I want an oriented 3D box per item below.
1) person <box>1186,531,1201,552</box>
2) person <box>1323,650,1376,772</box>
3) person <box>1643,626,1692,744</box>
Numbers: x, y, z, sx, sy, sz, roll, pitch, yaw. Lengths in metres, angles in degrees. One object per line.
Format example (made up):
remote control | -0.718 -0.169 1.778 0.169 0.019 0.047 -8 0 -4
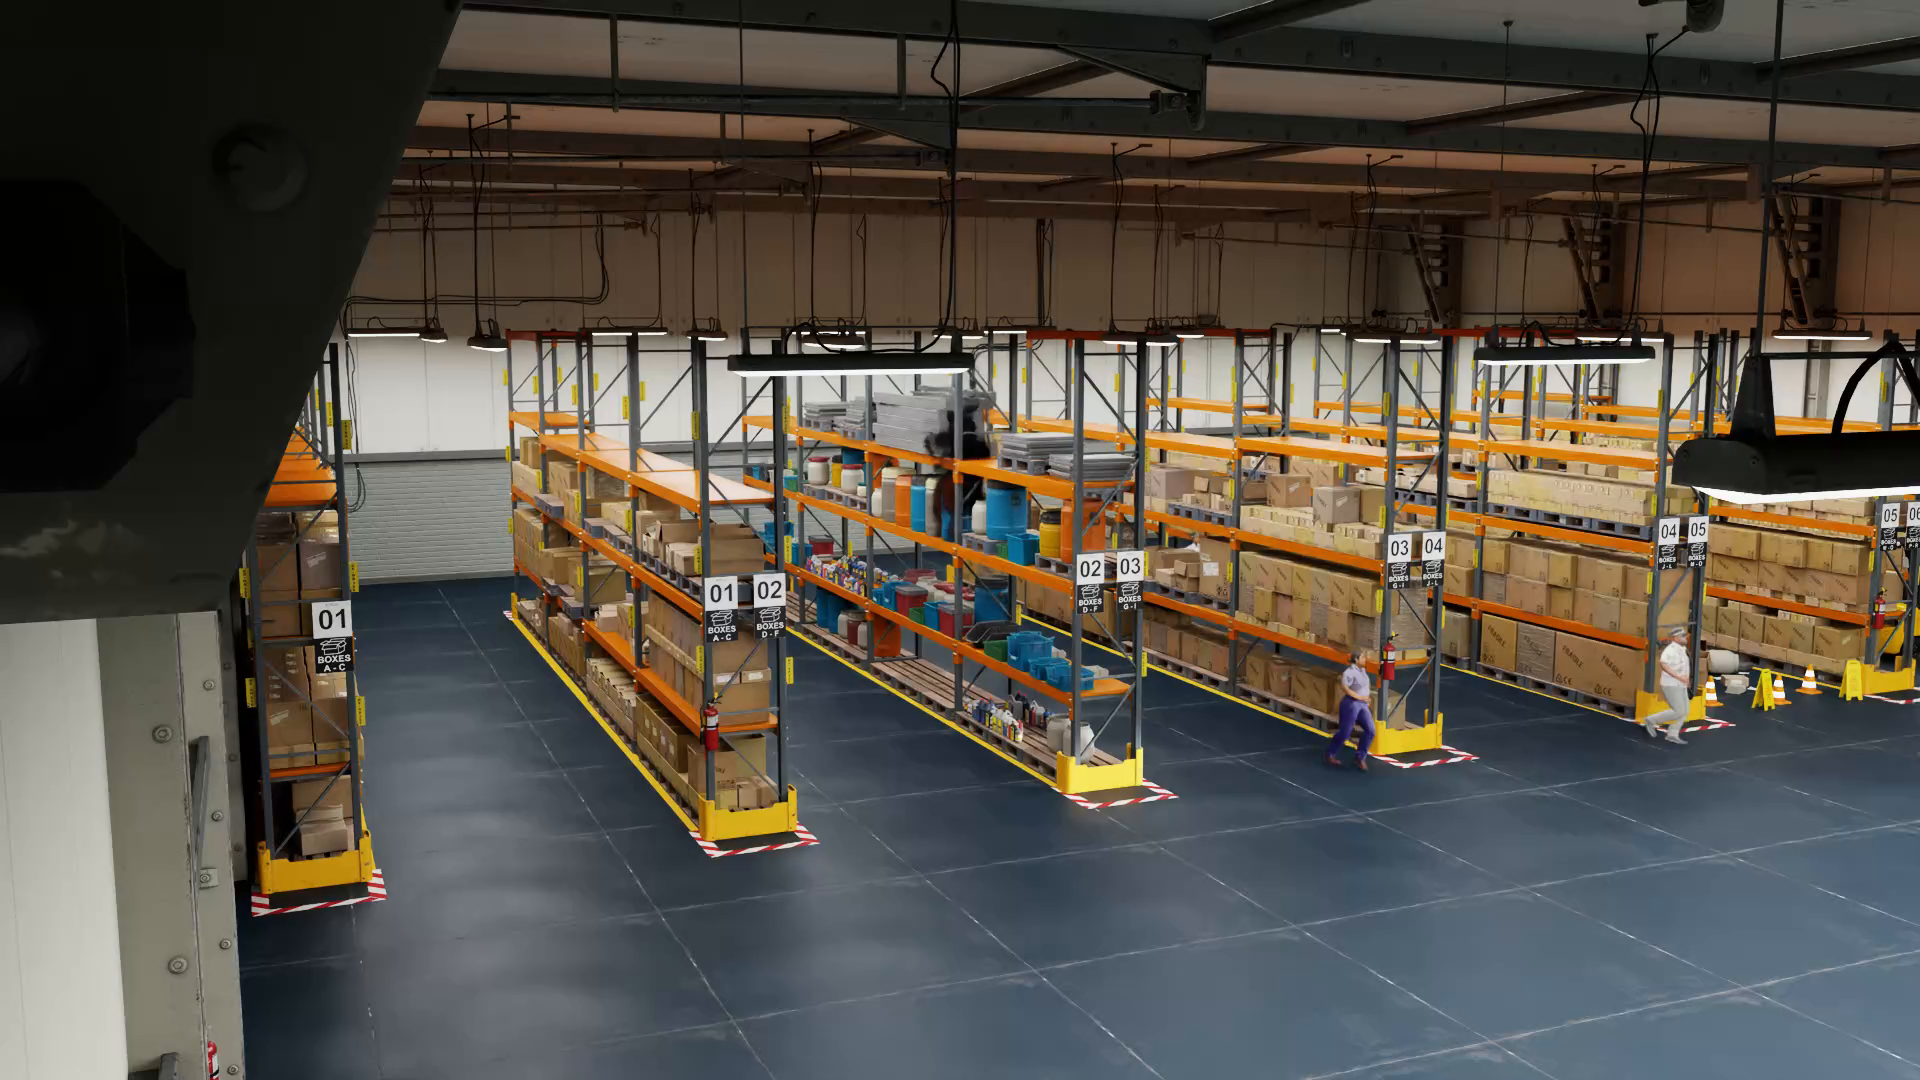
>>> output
person | 5.120 0.631 35.984 0.613 1.658 0.549 -3 8 -21
person | 5.528 2.379 23.305 0.654 1.672 0.668 7 11 43
person | 10.546 2.142 24.694 0.615 1.783 0.672 6 10 36
